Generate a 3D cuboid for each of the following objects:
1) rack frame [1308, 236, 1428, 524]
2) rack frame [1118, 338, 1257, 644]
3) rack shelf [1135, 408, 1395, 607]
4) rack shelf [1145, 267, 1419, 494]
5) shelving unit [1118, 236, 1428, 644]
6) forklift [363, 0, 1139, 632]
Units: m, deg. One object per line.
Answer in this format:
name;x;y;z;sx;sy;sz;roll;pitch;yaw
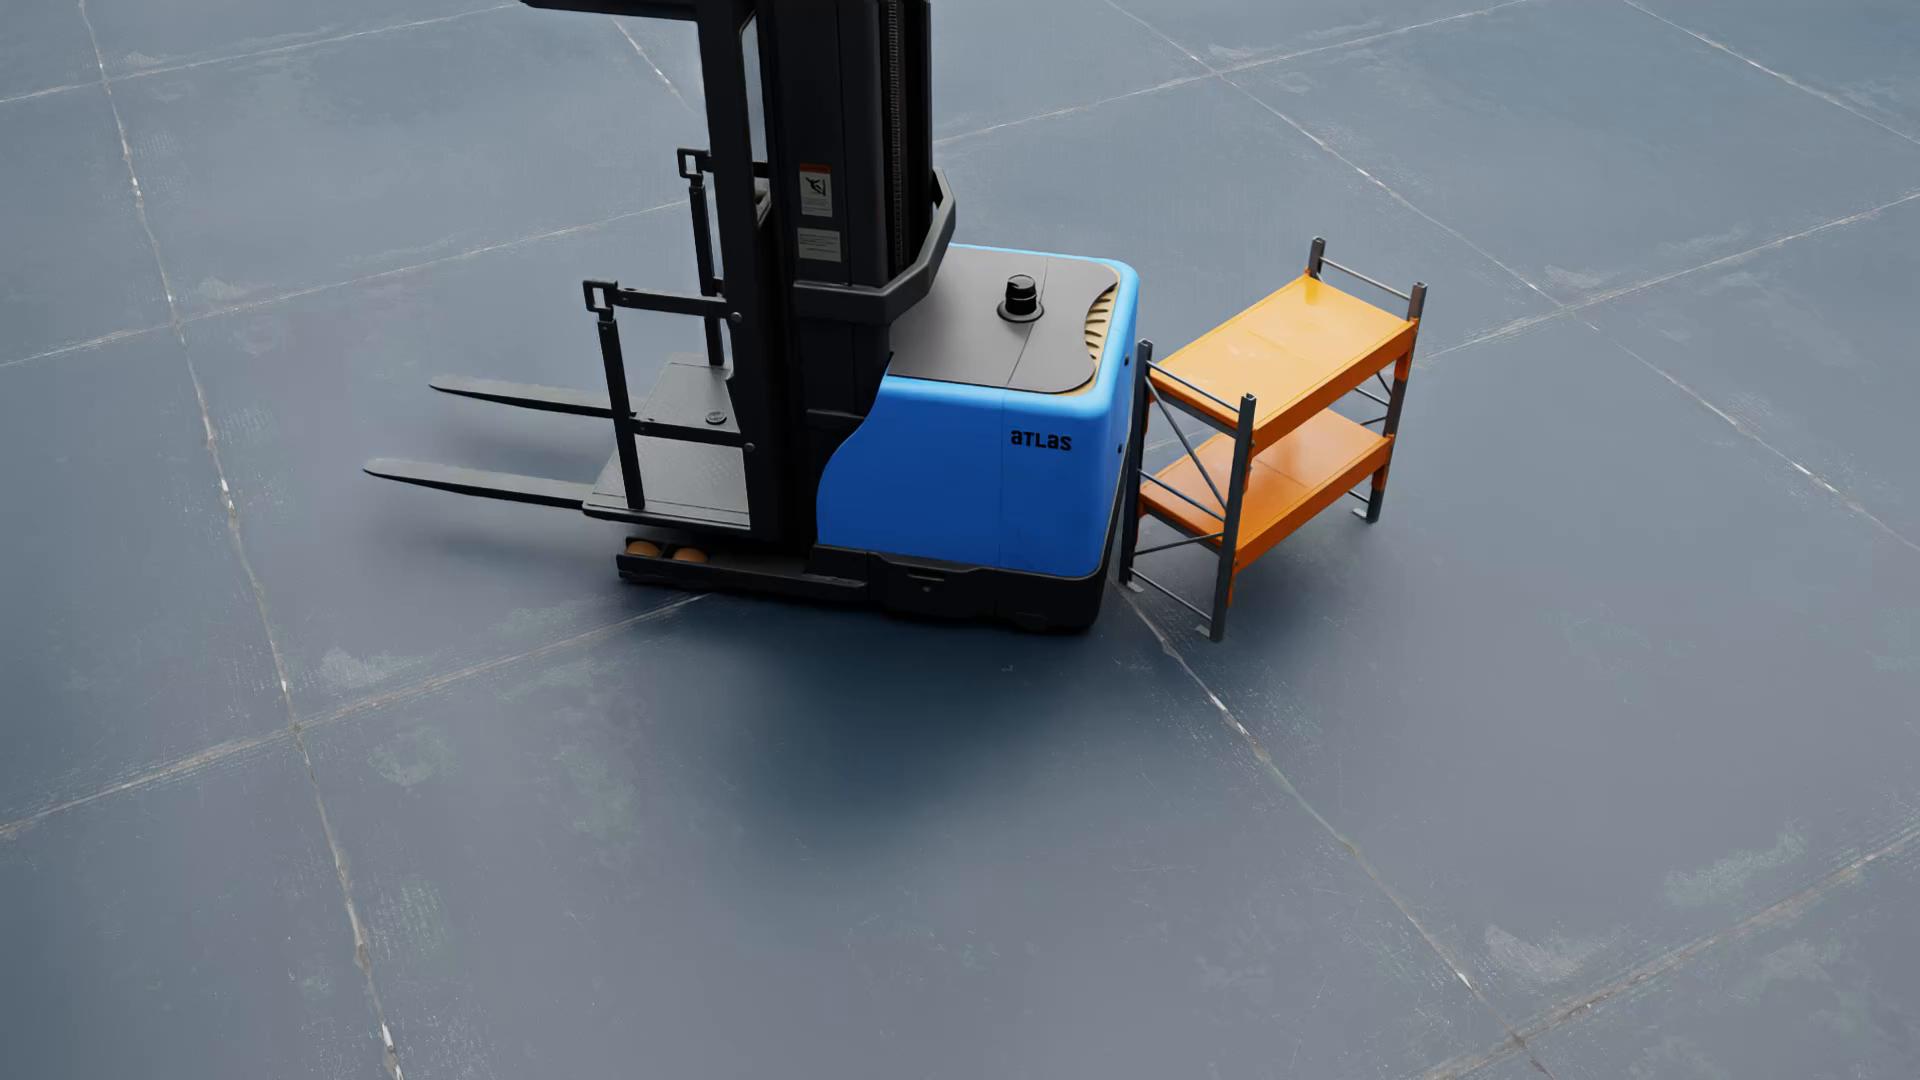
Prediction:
rack frame;1.536;-0.618;6.609;0.032;1.125;0.500;-32;50;-32
rack frame;0.810;-0.158;6.066;0.032;1.125;0.500;-32;50;-32
rack shelf;1.173;-0.201;6.496;1.000;0.278;0.538;-32;50;-32
rack shelf;1.173;-0.611;6.149;1.000;0.278;0.538;-32;50;-32
shelving unit;1.173;-0.388;6.338;1.048;1.125;0.538;-32;50;-32
forklift;-0.874;-1.250;5.958;3.031;2.935;1.130;8;41;9
